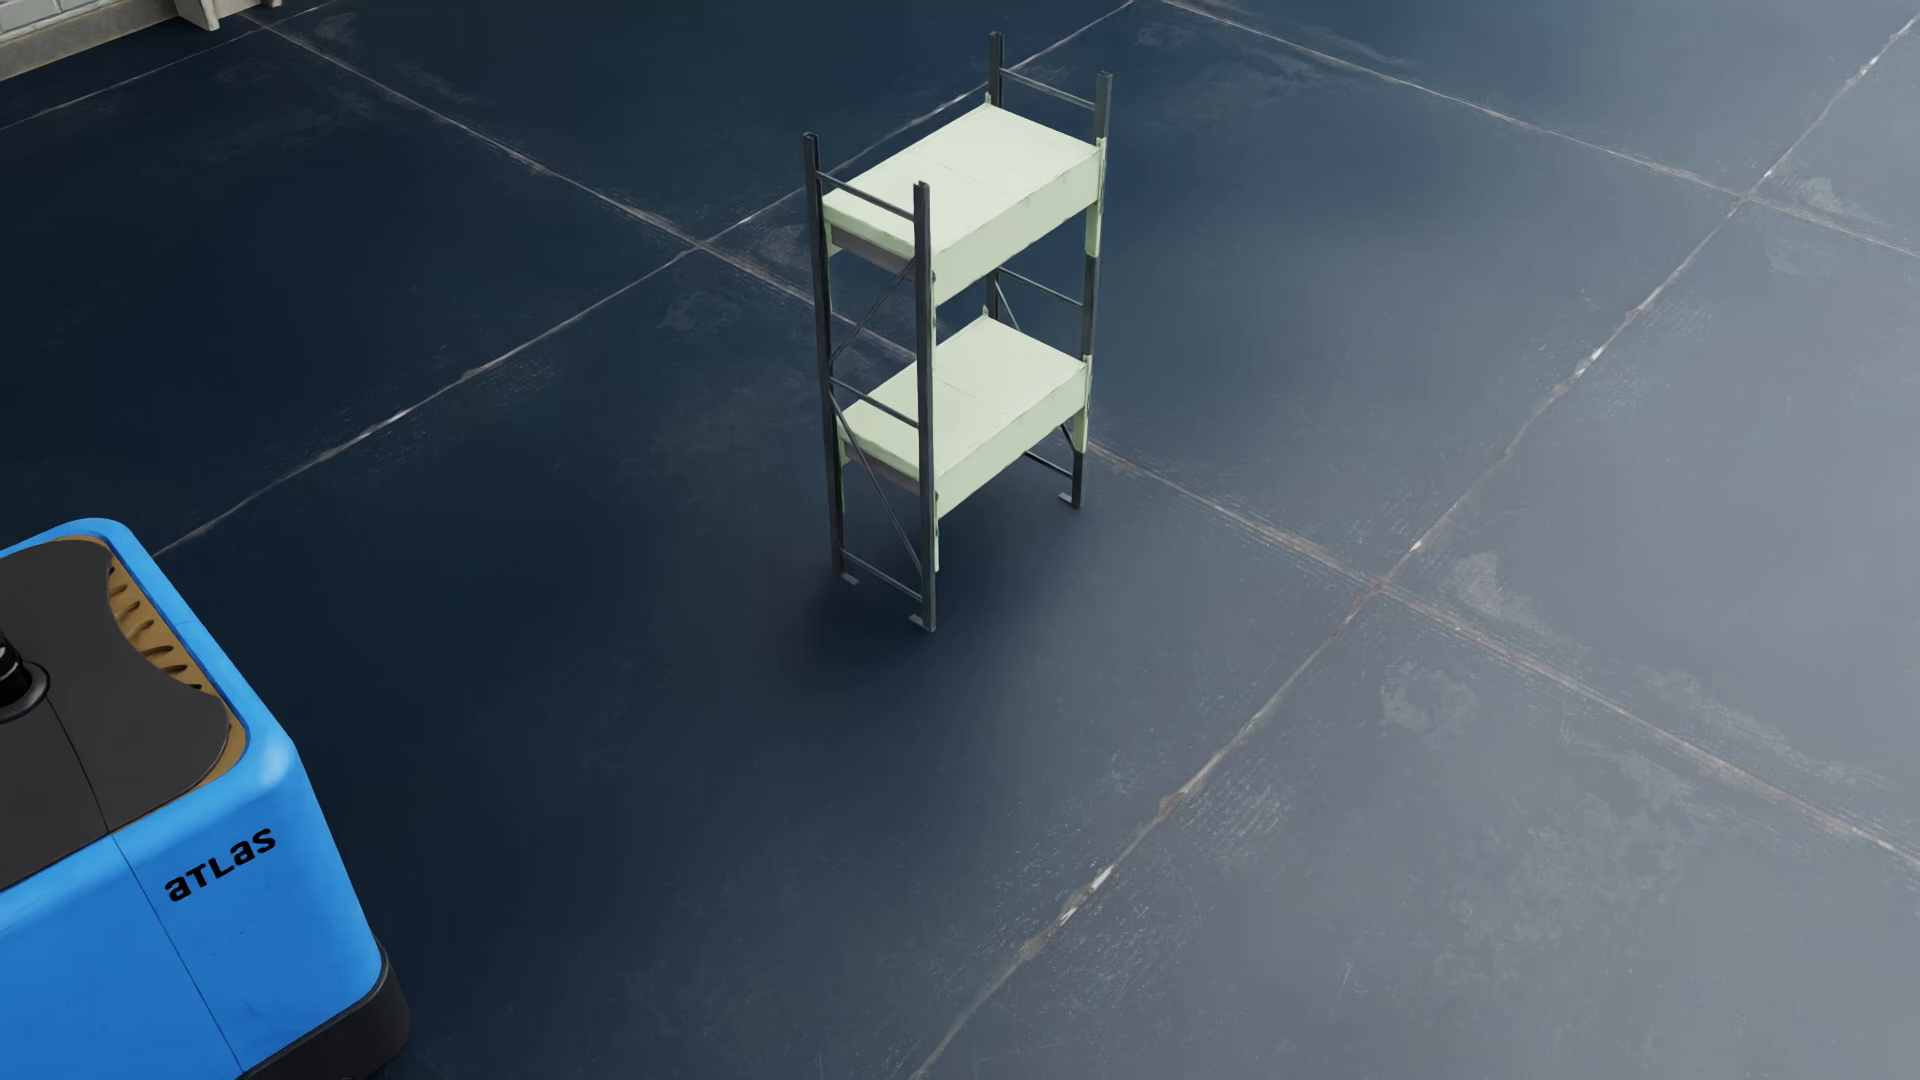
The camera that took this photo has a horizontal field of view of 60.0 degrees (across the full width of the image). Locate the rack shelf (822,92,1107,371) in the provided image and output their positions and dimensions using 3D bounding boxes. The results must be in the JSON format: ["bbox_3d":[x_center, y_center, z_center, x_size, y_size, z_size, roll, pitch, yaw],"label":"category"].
[{"bbox_3d":[0.004,-0.847,4.487,0.431,0.370,0.720,29,50,28],"label":"rack shelf"}]

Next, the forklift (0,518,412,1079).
[{"bbox_3d":[-2.720,0.533,2.485,3.031,2.935,1.130,-31,51,-29],"label":"forklift"}]

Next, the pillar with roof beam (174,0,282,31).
[{"bbox_3d":[-0.263,-4.053,3.018,9.100,9.000,0.400,29,50,28],"label":"pillar with roof beam"}]

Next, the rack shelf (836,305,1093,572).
[{"bbox_3d":[0.004,-0.317,4.969,0.431,0.370,0.720,29,50,28],"label":"rack shelf"}]

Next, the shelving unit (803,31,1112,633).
[{"bbox_3d":[0.004,-0.558,4.749,0.431,1.500,0.755,29,50,28],"label":"shelving unit"}]

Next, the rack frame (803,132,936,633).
[{"bbox_3d":[-0.231,-0.370,4.542,0.400,1.500,0.023,29,50,28],"label":"rack frame"}]

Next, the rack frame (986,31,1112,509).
[{"bbox_3d":[0.240,-0.747,4.957,0.400,1.500,0.023,29,50,28],"label":"rack frame"}]
